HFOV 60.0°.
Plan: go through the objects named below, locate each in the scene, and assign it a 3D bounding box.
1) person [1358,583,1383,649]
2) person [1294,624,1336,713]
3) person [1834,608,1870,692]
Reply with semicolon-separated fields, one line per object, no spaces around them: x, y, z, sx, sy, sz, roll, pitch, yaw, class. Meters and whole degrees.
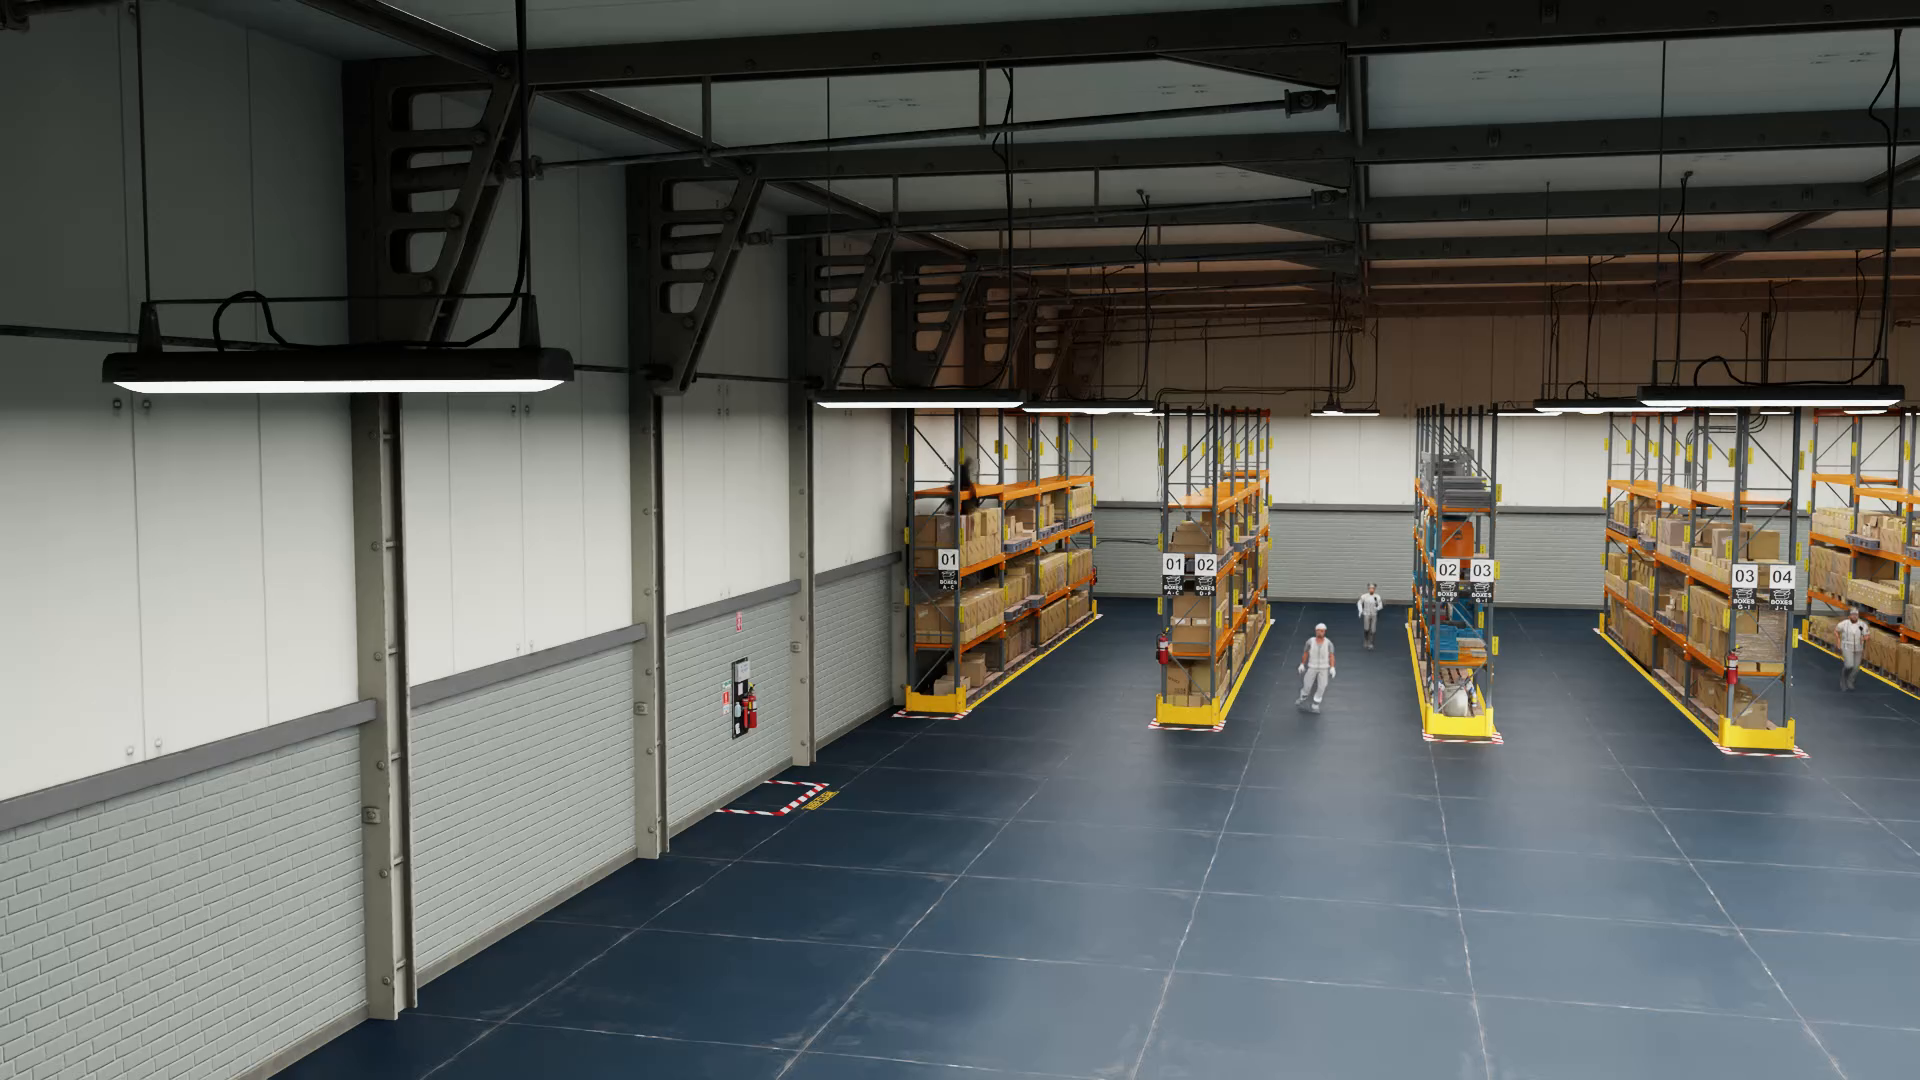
10.157;1.879;41.163;0.581;1.655;0.620;1;4;10;person
6.909;2.490;32.363;0.767;1.743;0.576;1;4;10;person
18.744;2.303;34.890;0.629;1.785;0.692;1;4;13;person
